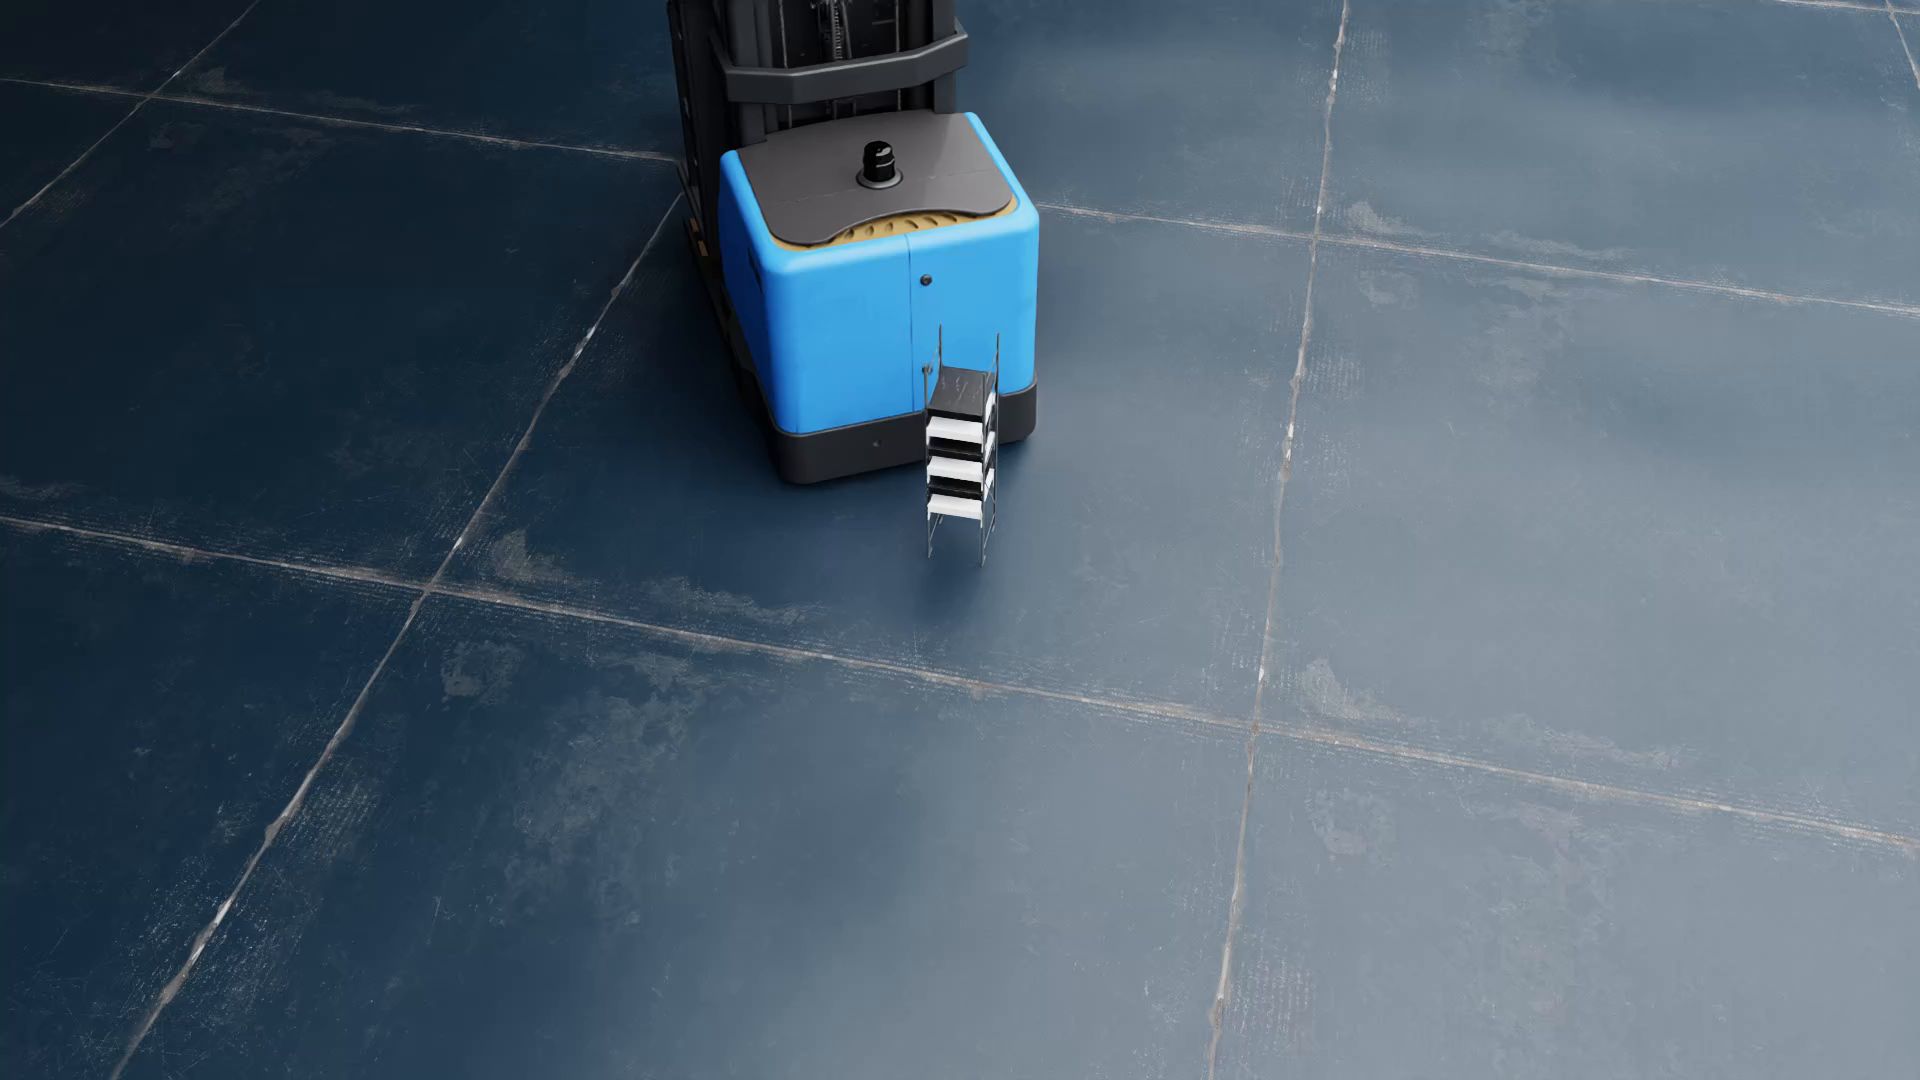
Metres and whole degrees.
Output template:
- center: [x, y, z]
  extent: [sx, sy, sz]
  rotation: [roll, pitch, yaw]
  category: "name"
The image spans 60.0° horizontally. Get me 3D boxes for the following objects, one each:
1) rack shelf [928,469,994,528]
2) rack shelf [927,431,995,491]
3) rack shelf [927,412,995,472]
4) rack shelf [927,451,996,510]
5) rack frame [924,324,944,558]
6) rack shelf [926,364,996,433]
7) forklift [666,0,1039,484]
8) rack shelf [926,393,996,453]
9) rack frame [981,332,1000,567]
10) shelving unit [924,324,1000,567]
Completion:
- center: [0.008, -0.169, 6.085]
  extent: [0.200, 0.077, 0.258]
  rotation: [9, 45, 9]
  category: "rack shelf"
- center: [0.008, -0.299, 5.960]
  extent: [0.200, 0.077, 0.258]
  rotation: [9, 45, 9]
  category: "rack shelf"
- center: [0.008, -0.364, 5.897]
  extent: [0.200, 0.077, 0.258]
  rotation: [9, 45, 9]
  category: "rack shelf"
- center: [0.008, -0.234, 6.022]
  extent: [0.200, 0.077, 0.258]
  rotation: [9, 45, 9]
  category: "rack shelf"
- center: [-0.091, -0.338, 5.953]
  extent: [0.006, 0.900, 0.240]
  rotation: [9, 45, 9]
  category: "rack frame"
- center: [0.008, -0.493, 5.773]
  extent: [0.200, 0.077, 0.258]
  rotation: [9, 45, 9]
  category: "rack shelf"
- center: [-0.626, -2.310, 6.537]
  extent: [1.130, 2.935, 3.031]
  rotation: [-12, 45, -12]
  category: "forklift"
- center: [0.008, -0.429, 5.835]
  extent: [0.200, 0.077, 0.258]
  rotation: [9, 45, 9]
  category: "rack shelf"
- center: [0.107, -0.308, 5.921]
  extent: [0.006, 0.900, 0.240]
  rotation: [9, 45, 9]
  category: "rack frame"
- center: [0.008, -0.323, 5.937]
  extent: [0.210, 0.900, 0.258]
  rotation: [9, 45, 9]
  category: "shelving unit"
